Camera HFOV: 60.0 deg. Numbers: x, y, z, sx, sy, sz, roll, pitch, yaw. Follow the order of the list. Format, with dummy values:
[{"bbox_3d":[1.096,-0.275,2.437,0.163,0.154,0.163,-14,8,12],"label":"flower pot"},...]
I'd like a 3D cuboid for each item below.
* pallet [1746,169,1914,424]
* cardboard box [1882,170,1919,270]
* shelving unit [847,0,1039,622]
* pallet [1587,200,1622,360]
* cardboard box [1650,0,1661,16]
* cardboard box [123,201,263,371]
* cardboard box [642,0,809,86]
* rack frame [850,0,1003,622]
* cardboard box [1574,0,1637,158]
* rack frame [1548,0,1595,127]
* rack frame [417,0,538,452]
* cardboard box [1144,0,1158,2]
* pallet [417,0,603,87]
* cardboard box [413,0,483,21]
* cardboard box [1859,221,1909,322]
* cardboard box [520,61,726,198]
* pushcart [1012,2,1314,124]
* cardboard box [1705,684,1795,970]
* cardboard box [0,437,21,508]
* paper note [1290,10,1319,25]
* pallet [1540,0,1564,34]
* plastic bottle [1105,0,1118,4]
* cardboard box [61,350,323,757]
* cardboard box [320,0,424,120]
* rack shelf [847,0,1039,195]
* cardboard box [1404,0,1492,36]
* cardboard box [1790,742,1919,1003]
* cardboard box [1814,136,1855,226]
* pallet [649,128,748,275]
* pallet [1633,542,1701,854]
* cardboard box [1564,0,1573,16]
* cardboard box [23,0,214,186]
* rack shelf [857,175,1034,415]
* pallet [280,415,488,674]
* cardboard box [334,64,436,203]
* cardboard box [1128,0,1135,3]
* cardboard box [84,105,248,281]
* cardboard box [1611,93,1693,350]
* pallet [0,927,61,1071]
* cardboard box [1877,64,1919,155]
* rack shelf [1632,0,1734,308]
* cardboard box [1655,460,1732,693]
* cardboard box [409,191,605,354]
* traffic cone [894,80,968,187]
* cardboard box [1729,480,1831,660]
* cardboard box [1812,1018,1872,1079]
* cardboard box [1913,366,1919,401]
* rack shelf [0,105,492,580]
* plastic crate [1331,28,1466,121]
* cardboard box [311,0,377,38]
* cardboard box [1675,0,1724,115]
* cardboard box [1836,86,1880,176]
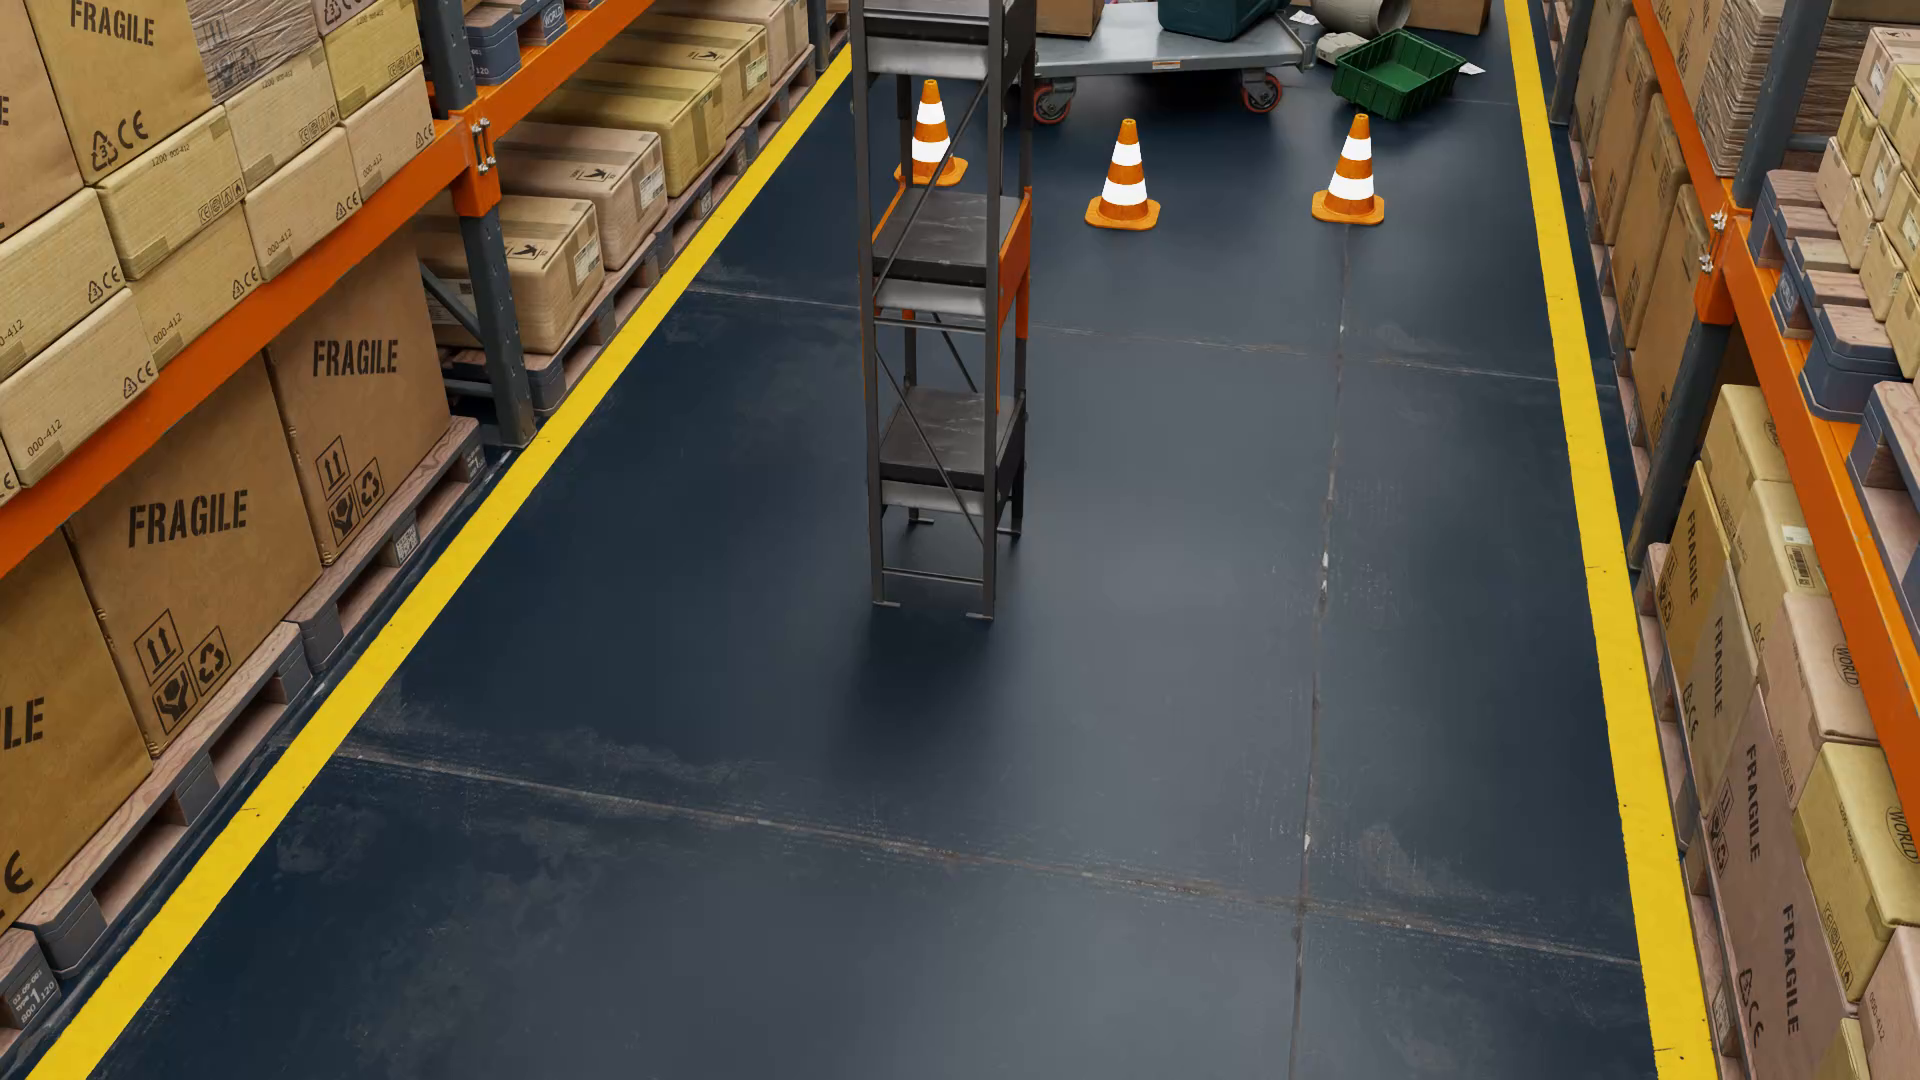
[{"bbox_3d":[2.708,-0.581,4.159,1.213,0.211,1.003,7,37,10],"label":"pallet"},{"bbox_3d":[2.347,-0.709,3.774,0.380,0.149,0.250,6,36,9],"label":"cardboard box"},{"bbox_3d":[-0.035,-0.755,5.003,0.431,2.100,0.503,7,37,10],"label":"shelving unit"},{"bbox_3d":[3.261,-1.092,7.076,1.003,0.211,1.213,7,37,10],"label":"pallet"},{"bbox_3d":[2.910,-2.280,6.255,0.500,0.500,0.500,8,37,11],"label":"cardboard box"},{"bbox_3d":[-2.172,-0.679,4.258,0.500,0.250,0.500,7,37,9],"label":"cardboard box"},{"bbox_3d":[-1.356,-2.742,8.858,0.950,0.372,0.625,8,37,11],"label":"cardboard box"},{"bbox_3d":[-0.087,-0.615,4.810,0.400,2.100,0.015,7,37,10],"label":"rack frame"},{"bbox_3d":[3.566,-2.266,7.880,1.050,0.750,0.750,7,37,10],"label":"cardboard box"},{"bbox_3d":[3.611,-3.374,7.849,1.000,3.000,0.127,7,37,10],"label":"rack frame"},{"bbox_3d":[-2.101,-1.643,5.461,1.000,3.000,0.127,7,37,10],"label":"rack frame"},{"bbox_3d":[1.514,-3.412,9.914,0.797,0.637,0.503,7,37,10],"label":"cardboard box"},{"bbox_3d":[-2.053,-1.988,6.100,1.213,0.211,1.003,7,37,10],"label":"pallet"},{"bbox_3d":[-1.850,-1.875,5.637,0.380,0.149,0.250,5,36,7],"label":"cardboard box"},{"bbox_3d":[2.349,-0.609,3.891,0.380,0.149,0.250,9,37,12],"label":"cardboard box"},{"bbox_3d":[-1.653,-1.930,7.739,0.950,0.372,0.625,8,37,12],"label":"cardboard box"},{"bbox_3d":[0.991,-2.618,9.040,1.648,0.377,0.936,-5,36,-6],"label":"pushcart"},{"bbox_3d":[2.147,0.718,3.975,0.500,0.500,0.500,6,36,9],"label":"cardboard box"},{"bbox_3d":[-2.369,-0.097,3.456,0.500,0.250,0.500,7,37,10],"label":"cardboard box"},{"bbox_3d":[2.113,-3.177,10.114,0.172,0.023,0.155,20,41,26],"label":"paper note"},{"bbox_3d":[4.108,-3.373,10.224,1.003,0.211,1.213,7,37,10],"label":"pallet"},{"bbox_3d":[0.861,-3.252,10.184,0.133,0.061,0.283,14,38,18],"label":"plastic bottle"},{"bbox_3d":[-2.524,-0.057,4.725,0.875,0.875,0.875,8,37,11],"label":"cardboard box"},{"bbox_3d":[-1.956,-1.476,4.932,0.500,0.250,0.500,7,37,10],"label":"cardboard box"},{"bbox_3d":[-0.035,-1.311,4.600,0.431,0.518,0.480,7,37,10],"label":"rack shelf"},{"bbox_3d":[2.940,-3.382,9.988,0.500,0.500,0.500,14,38,18],"label":"cardboard box"},{"bbox_3d":[2.036,0.694,3.369,0.500,0.250,0.500,6,36,8],"label":"cardboard box"},{"bbox_3d":[2.464,-0.918,4.317,0.380,0.149,0.250,7,36,9],"label":"cardboard box"},{"bbox_3d":[-1.670,-1.659,7.860,1.003,0.211,1.213,7,37,10],"label":"pallet"},{"bbox_3d":[2.588,0.496,4.886,1.003,0.211,1.213,7,37,10],"label":"pallet"},{"bbox_3d":[4.002,-3.553,9.549,0.875,0.875,0.875,8,37,10],"label":"cardboard box"},{"bbox_3d":[-2.170,-1.180,3.885,0.500,0.500,0.500,7,37,10],"label":"cardboard box"},{"bbox_3d":[-0.035,-0.744,5.011,0.431,0.518,0.480,7,37,10],"label":"rack shelf"},{"bbox_3d":[-2.343,-0.072,5.669,1.003,0.211,1.213,7,37,10],"label":"pallet"},{"bbox_3d":[-1.955,-1.260,5.061,0.500,0.250,0.500,6,36,8],"label":"cardboard box"},{"bbox_3d":[1.024,-3.028,9.701,0.258,0.266,0.396,-17,39,-22],"label":"cardboard box"},{"bbox_3d":[-2.151,-0.885,4.117,0.500,0.250,0.500,6,36,9],"label":"cardboard box"},{"bbox_3d":[3.158,-1.179,6.381,1.050,0.750,0.750,8,37,11],"label":"cardboard box"},{"bbox_3d":[-2.864,1.327,3.739,1.003,0.211,1.213,7,37,10],"label":"pallet"},{"bbox_3d":[2.414,-0.995,3.916,0.380,0.149,0.250,6,36,9],"label":"cardboard box"},{"bbox_3d":[3.184,-1.936,6.478,1.077,0.370,4.000,7,37,10],"label":"rack shelf"},{"bbox_3d":[2.356,0.135,4.780,0.500,0.500,0.500,6,36,8],"label":"cardboard box"},{"bbox_3d":[-1.970,-1.072,6.555,0.950,0.372,0.625,5,36,7],"label":"cardboard box"},{"bbox_3d":[-0.144,-2.023,8.147,0.336,0.463,0.334,7,37,10],"label":"traffic cone"},{"bbox_3d":[2.264,0.113,4.171,0.500,0.250,0.500,7,37,9],"label":"cardboard box"},{"bbox_3d":[1.924,1.304,3.166,0.500,0.500,0.500,6,36,9],"label":"cardboard box"},{"bbox_3d":[2.238,-0.302,3.466,0.380,0.149,0.250,8,37,11],"label":"cardboard box"},{"bbox_3d":[-2.528,-0.206,4.091,1.077,0.370,4.000,7,37,10],"label":"rack shelf"},{"bbox_3d":[2.368,-2.523,9.022,0.450,0.188,0.662,36,48,26],"label":"plastic crate"},{"bbox_3d":[-1.956,-1.760,4.684,0.500,0.500,0.500,6,36,9],"label":"cardboard box"},{"bbox_3d":[2.698,-1.699,5.453,0.500,0.500,0.500,7,37,10],"label":"cardboard box"},{"bbox_3d":[2.457,-1.018,4.201,0.380,0.149,0.250,9,37,12],"label":"cardboard box"}]
